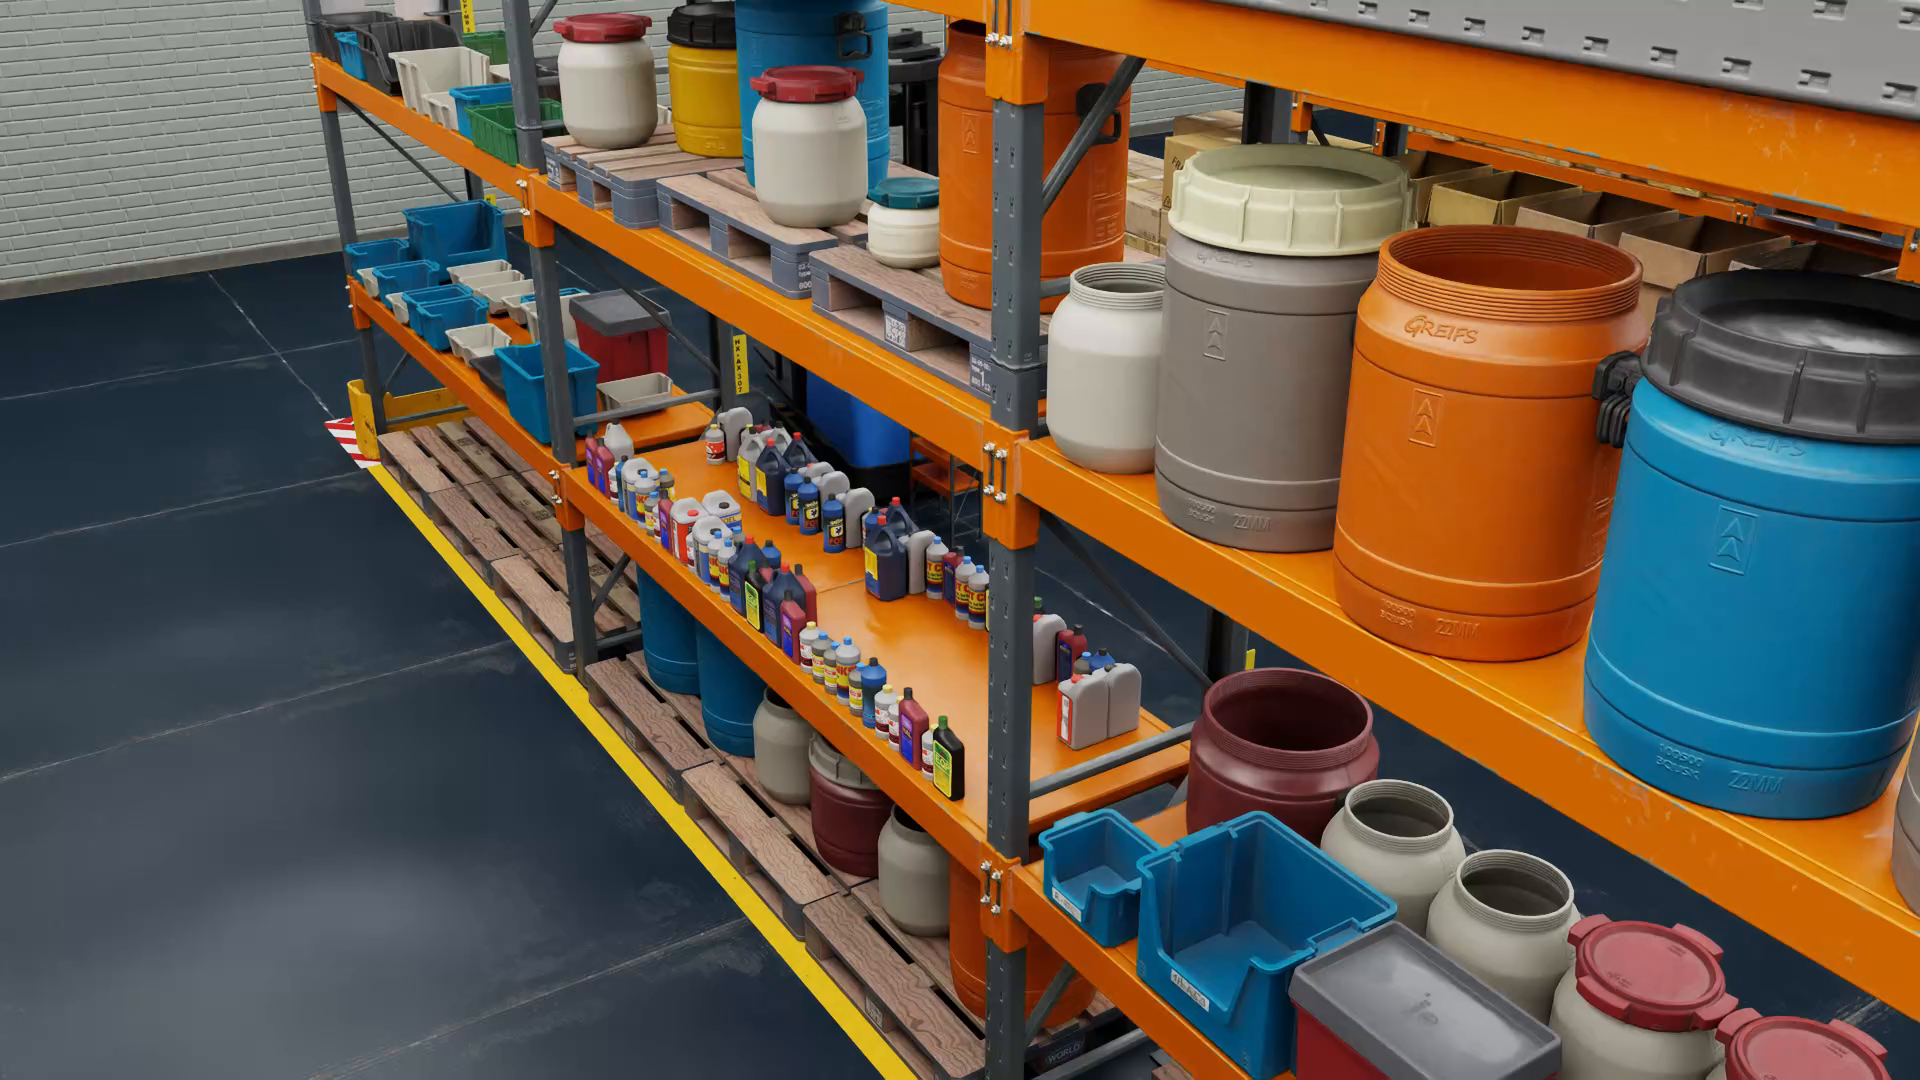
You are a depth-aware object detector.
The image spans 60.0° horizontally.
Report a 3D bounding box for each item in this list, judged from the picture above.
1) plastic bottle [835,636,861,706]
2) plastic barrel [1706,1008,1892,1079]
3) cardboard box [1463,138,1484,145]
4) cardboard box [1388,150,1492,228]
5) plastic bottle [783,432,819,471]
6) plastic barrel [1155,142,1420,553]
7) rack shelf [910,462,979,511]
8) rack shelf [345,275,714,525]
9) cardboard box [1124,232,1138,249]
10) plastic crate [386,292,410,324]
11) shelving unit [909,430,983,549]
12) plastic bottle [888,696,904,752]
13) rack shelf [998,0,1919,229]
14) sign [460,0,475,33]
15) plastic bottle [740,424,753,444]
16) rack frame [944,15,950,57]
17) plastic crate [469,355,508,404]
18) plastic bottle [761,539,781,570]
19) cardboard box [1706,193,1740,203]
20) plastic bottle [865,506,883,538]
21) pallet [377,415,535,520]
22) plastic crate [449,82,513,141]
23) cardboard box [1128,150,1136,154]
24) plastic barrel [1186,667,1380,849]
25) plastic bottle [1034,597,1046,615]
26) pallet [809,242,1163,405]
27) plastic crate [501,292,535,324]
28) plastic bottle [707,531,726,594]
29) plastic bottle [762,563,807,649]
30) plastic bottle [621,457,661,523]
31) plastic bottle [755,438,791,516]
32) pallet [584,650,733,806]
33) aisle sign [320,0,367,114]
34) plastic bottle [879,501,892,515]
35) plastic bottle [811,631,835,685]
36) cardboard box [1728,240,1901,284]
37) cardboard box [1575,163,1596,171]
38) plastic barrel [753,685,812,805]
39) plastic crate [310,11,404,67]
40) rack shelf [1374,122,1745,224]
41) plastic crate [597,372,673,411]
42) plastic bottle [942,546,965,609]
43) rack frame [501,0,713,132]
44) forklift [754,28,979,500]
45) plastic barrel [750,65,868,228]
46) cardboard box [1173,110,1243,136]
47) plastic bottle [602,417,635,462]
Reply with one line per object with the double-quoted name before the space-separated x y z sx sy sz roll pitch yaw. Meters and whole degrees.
"plastic bottle" -0.425 0.493 6.343 0.097 0.271 0.097 0 25 0
"plastic barrel" 1.984 1.461 3.983 0.433 0.535 0.433 0 25 0
"cardboard box" 4.967 -3.832 15.647 0.380 0.149 0.250 -14 29 -27
"cardboard box" 2.861 -2.110 10.414 0.797 0.503 0.637 -16 30 -31
"plastic bottle" -0.768 -0.343 8.020 0.144 0.351 0.185 -16 29 -30
"plastic barrel" 0.806 -0.492 4.177 0.600 0.901 0.600 0 25 0
"rack shelf" -0.090 -0.361 10.733 0.258 0.148 0.480 -16 29 -30
"rack shelf" -2.736 -1.074 10.353 1.077 0.370 4.000 -16 29 -30
"cardboard box" 1.363 -2.217 12.226 0.380 0.149 0.250 -16 30 -30
"plastic crate" -3.493 -1.481 10.611 0.250 0.136 0.298 -16 29 -30
"shelving unit" -0.090 -0.602 10.619 0.258 1.200 0.503 -16 29 -30
"plastic bottle" -0.213 0.664 6.063 0.097 0.201 0.097 0 25 0
"rack shelf" 1.631 -0.744 3.097 1.077 0.370 4.000 -16 29 -30
"sign" -3.376 -3.557 11.381 0.100 0.325 0.005 -16 29 -30
"plastic bottle" -1.072 -0.493 8.513 0.097 0.201 0.097 0 25 0
"rack frame" 0.322 -3.269 14.160 1.000 3.000 0.127 -16 29 -30
"plastic crate" -2.481 -0.924 9.446 0.437 0.125 0.590 -16 29 -30
"plastic bottle" -0.812 0.127 7.118 0.097 0.271 0.097 0 25 0
"cardboard box" 6.364 -2.892 13.656 0.380 0.149 0.250 -16 30 -30
"plastic bottle" -0.376 -0.021 7.431 0.097 0.271 0.097 0 25 0
"pallet" -3.410 -0.549 11.666 1.003 0.211 1.213 -16 29 -30
"plastic crate" -2.409 -2.216 8.612 0.416 0.233 0.300 -16 29 -30
"cardboard box" 1.085 -3.042 13.508 0.500 0.250 0.500 -16 30 -30
"plastic barrel" 1.046 0.781 5.423 0.600 0.536 0.708 -16 29 -30
"plastic bottle" 0.286 0.346 6.641 0.061 0.283 0.133 -16 29 -30
"pallet" 0.203 -0.820 5.682 1.003 0.211 1.213 -16 29 -30
"plastic crate" -2.736 -1.470 10.589 0.298 0.136 0.250 -16 29 -30
"plastic bottle" -1.039 0.091 7.194 0.097 0.271 0.097 0 25 0
"plastic bottle" -0.715 0.249 6.767 0.144 0.351 0.185 -16 29 -30
"plastic bottle" -1.511 -0.242 7.895 0.152 0.276 0.135 -16 29 -30
"plastic bottle" -0.888 -0.309 7.949 0.144 0.351 0.185 -16 29 -30
"pallet" -1.258 0.863 8.674 1.003 0.211 1.213 -16 29 -30
"aisle sign" -4.116 -3.246 11.068 0.394 0.787 0.004 -16 29 -30
"plastic bottle" -0.319 -0.051 7.481 0.061 0.283 0.133 -16 29 -30
"plastic bottle" -0.532 0.455 6.506 0.097 0.201 0.097 0 25 0
"cardboard box" 4.303 -1.171 8.425 0.797 0.503 0.637 -14 29 -28
"cardboard box" 5.649 -3.360 14.647 0.380 0.149 0.250 -16 30 -30
"plastic barrel" -0.742 0.926 7.697 0.421 0.512 0.421 0 25 0
"plastic crate" -3.851 -3.209 10.673 0.497 0.269 0.590 -16 29 -30
"rack shelf" 5.624 -3.348 15.170 1.077 0.370 4.000 -16 29 -30
"plastic crate" -1.779 -0.791 9.151 0.396 0.136 0.243 -16 29 -30
"plastic bottle" -0.019 0.146 7.064 0.061 0.283 0.133 -16 29 -30
"rack frame" -1.645 -3.397 7.404 1.000 3.000 0.127 -16 29 -30
"forklift" -0.794 -2.187 11.949 1.130 2.935 3.031 -10 27 -20
"plastic barrel" -0.555 -1.460 6.164 0.433 0.535 0.433 0 25 0
"cardboard box" 1.908 -2.838 12.196 0.500 0.500 0.500 -17 30 -31
"plastic bottle" -1.702 -0.445 8.238 0.144 0.351 0.185 -16 29 -30
